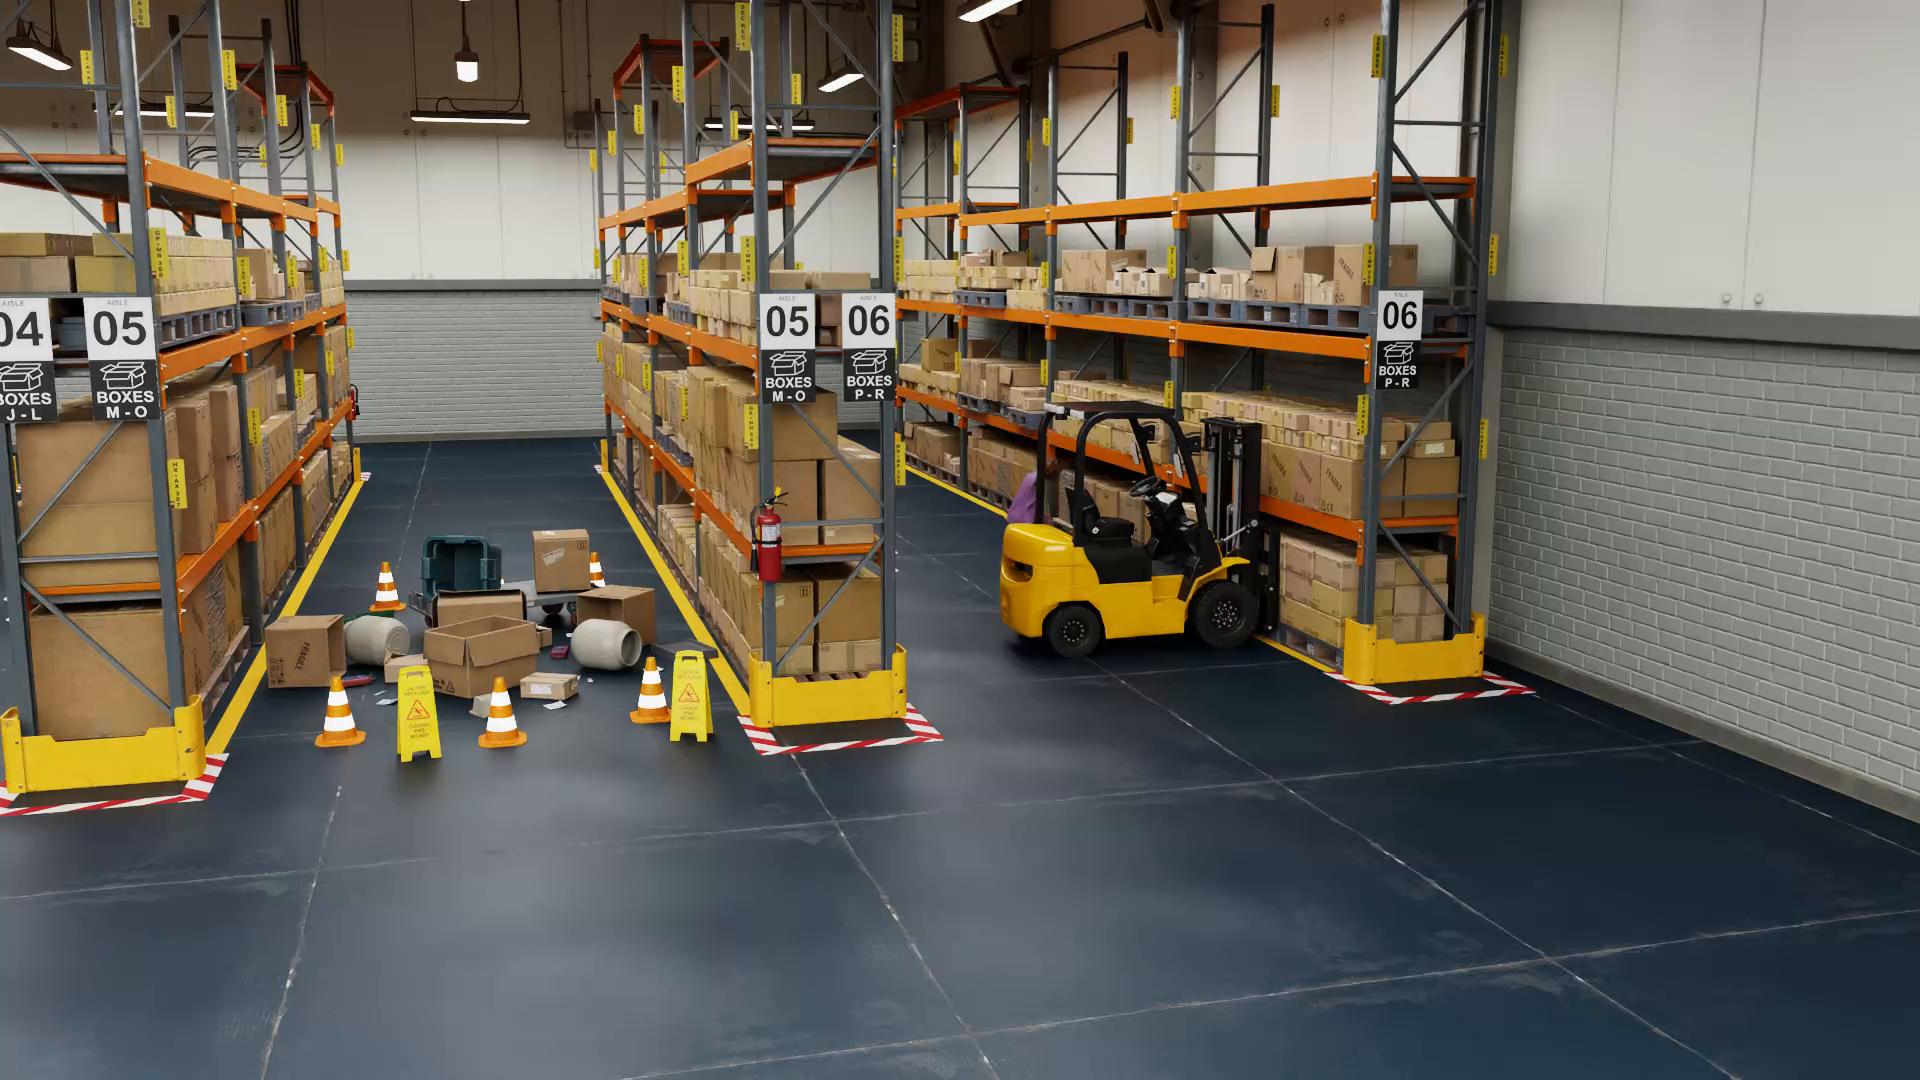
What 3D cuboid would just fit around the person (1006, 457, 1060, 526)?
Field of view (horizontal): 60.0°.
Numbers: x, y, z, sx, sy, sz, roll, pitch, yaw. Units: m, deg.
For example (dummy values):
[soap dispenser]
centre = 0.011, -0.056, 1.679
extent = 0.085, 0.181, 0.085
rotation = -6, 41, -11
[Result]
[person]
centre = 0.771, -0.171, 17.565
extent = 0.581, 1.400, 0.458
rotation = -3, 10, -15
